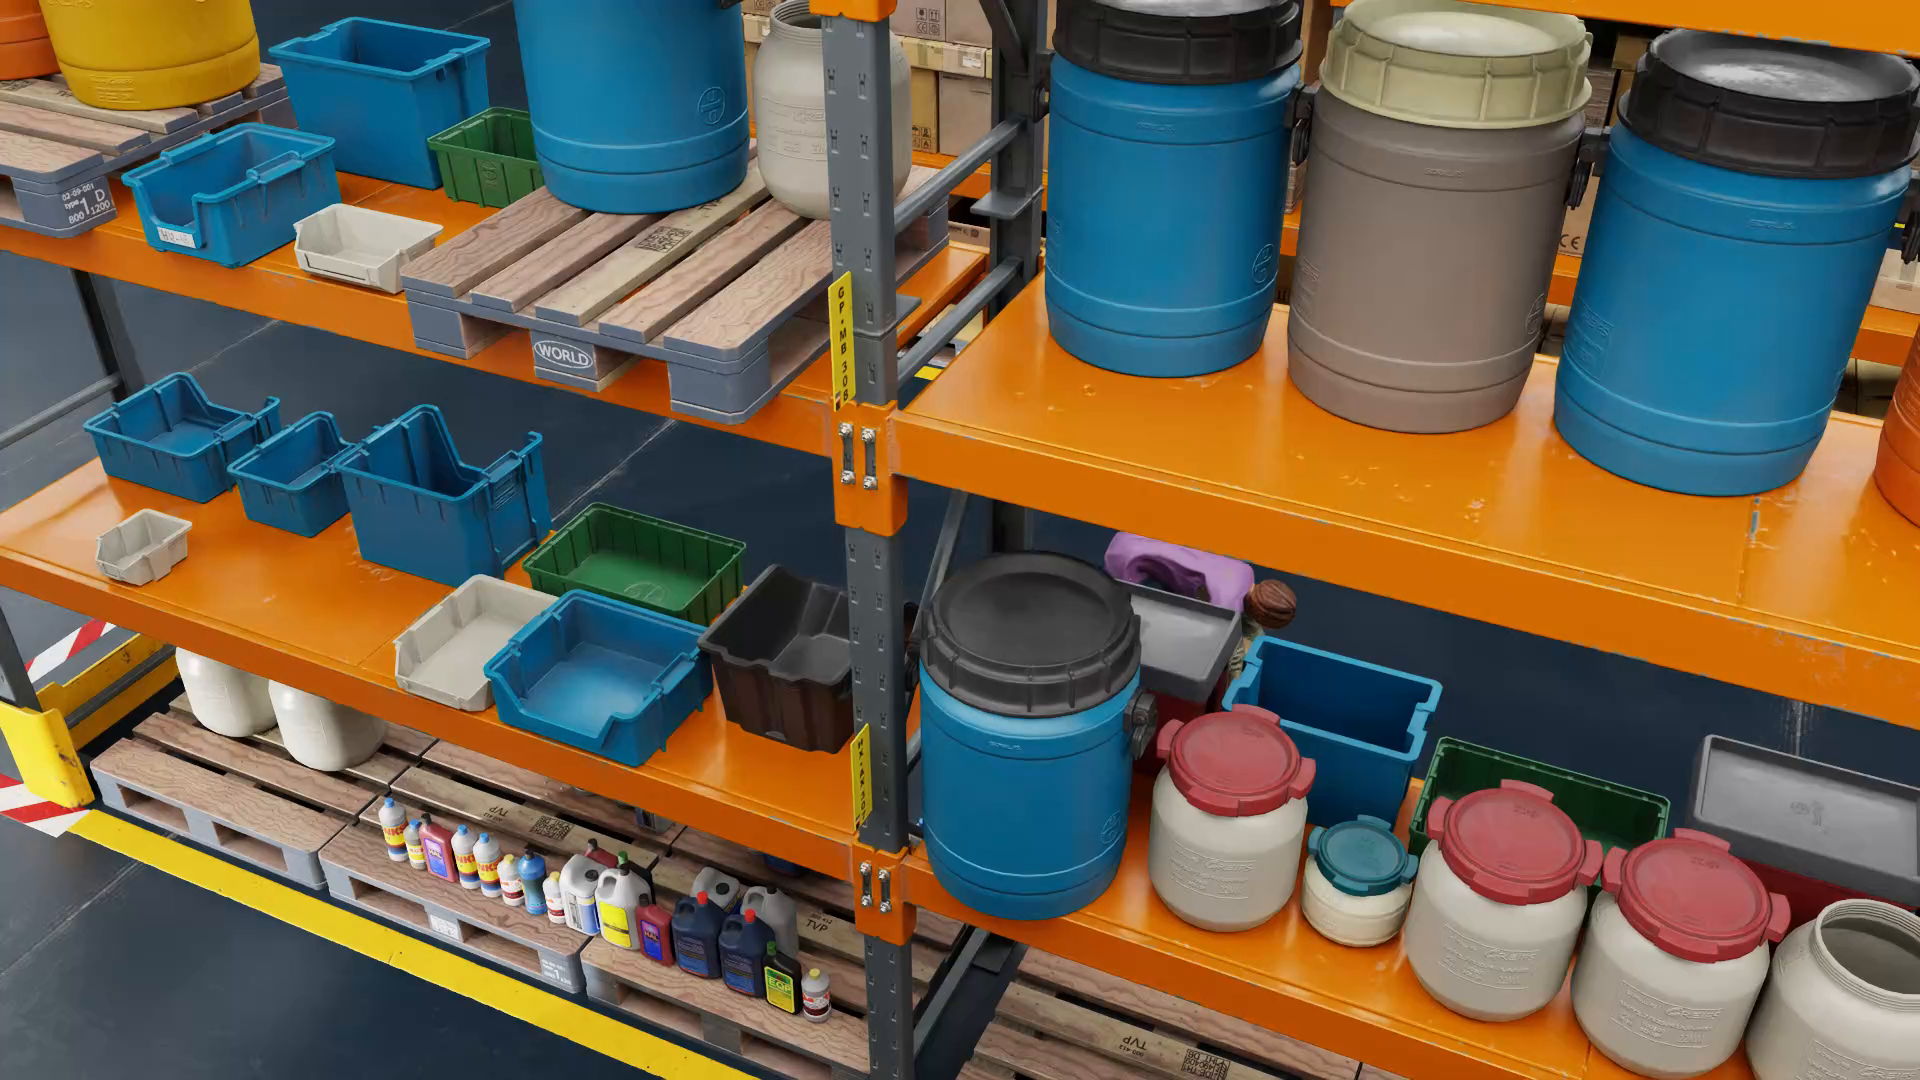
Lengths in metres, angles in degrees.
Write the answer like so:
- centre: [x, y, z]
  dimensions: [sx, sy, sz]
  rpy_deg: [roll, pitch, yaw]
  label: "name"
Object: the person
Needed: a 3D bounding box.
- centre: [1.051, 0.338, 7.353]
  dimensions: [0.855, 0.810, 0.429]
  rpy_deg: [13, 36, 18]
  label: "person"
